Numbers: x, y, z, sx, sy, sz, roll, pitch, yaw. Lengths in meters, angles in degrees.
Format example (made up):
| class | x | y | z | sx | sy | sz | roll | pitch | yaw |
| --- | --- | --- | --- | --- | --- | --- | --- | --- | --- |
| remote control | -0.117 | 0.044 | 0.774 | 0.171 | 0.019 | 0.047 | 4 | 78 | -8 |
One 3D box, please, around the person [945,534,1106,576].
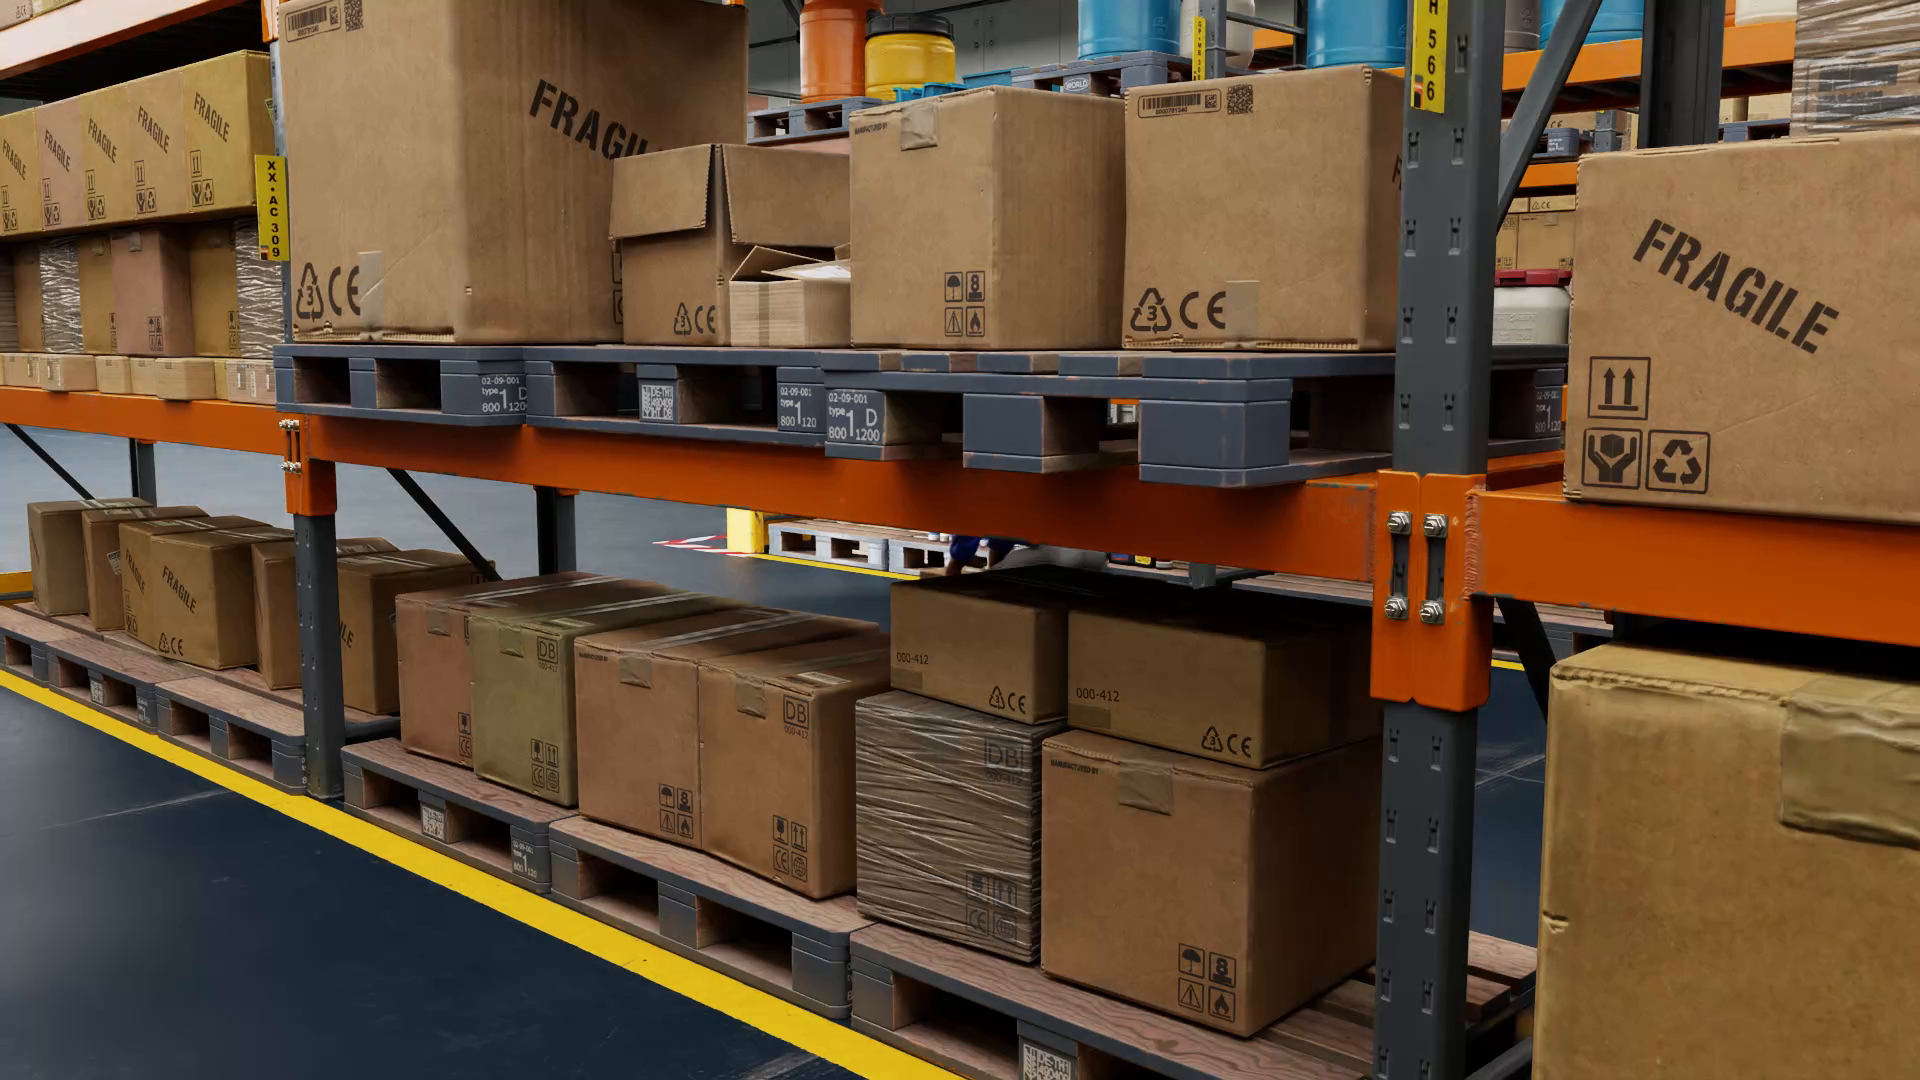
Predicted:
| class | x | y | z | sx | sy | sz | roll | pitch | yaw |
| --- | --- | --- | --- | --- | --- | --- | --- | --- | --- |
| person | 0.237 | 0.158 | 7.444 | 0.867 | 0.939 | 0.473 | 6 | 10 | 41 |
